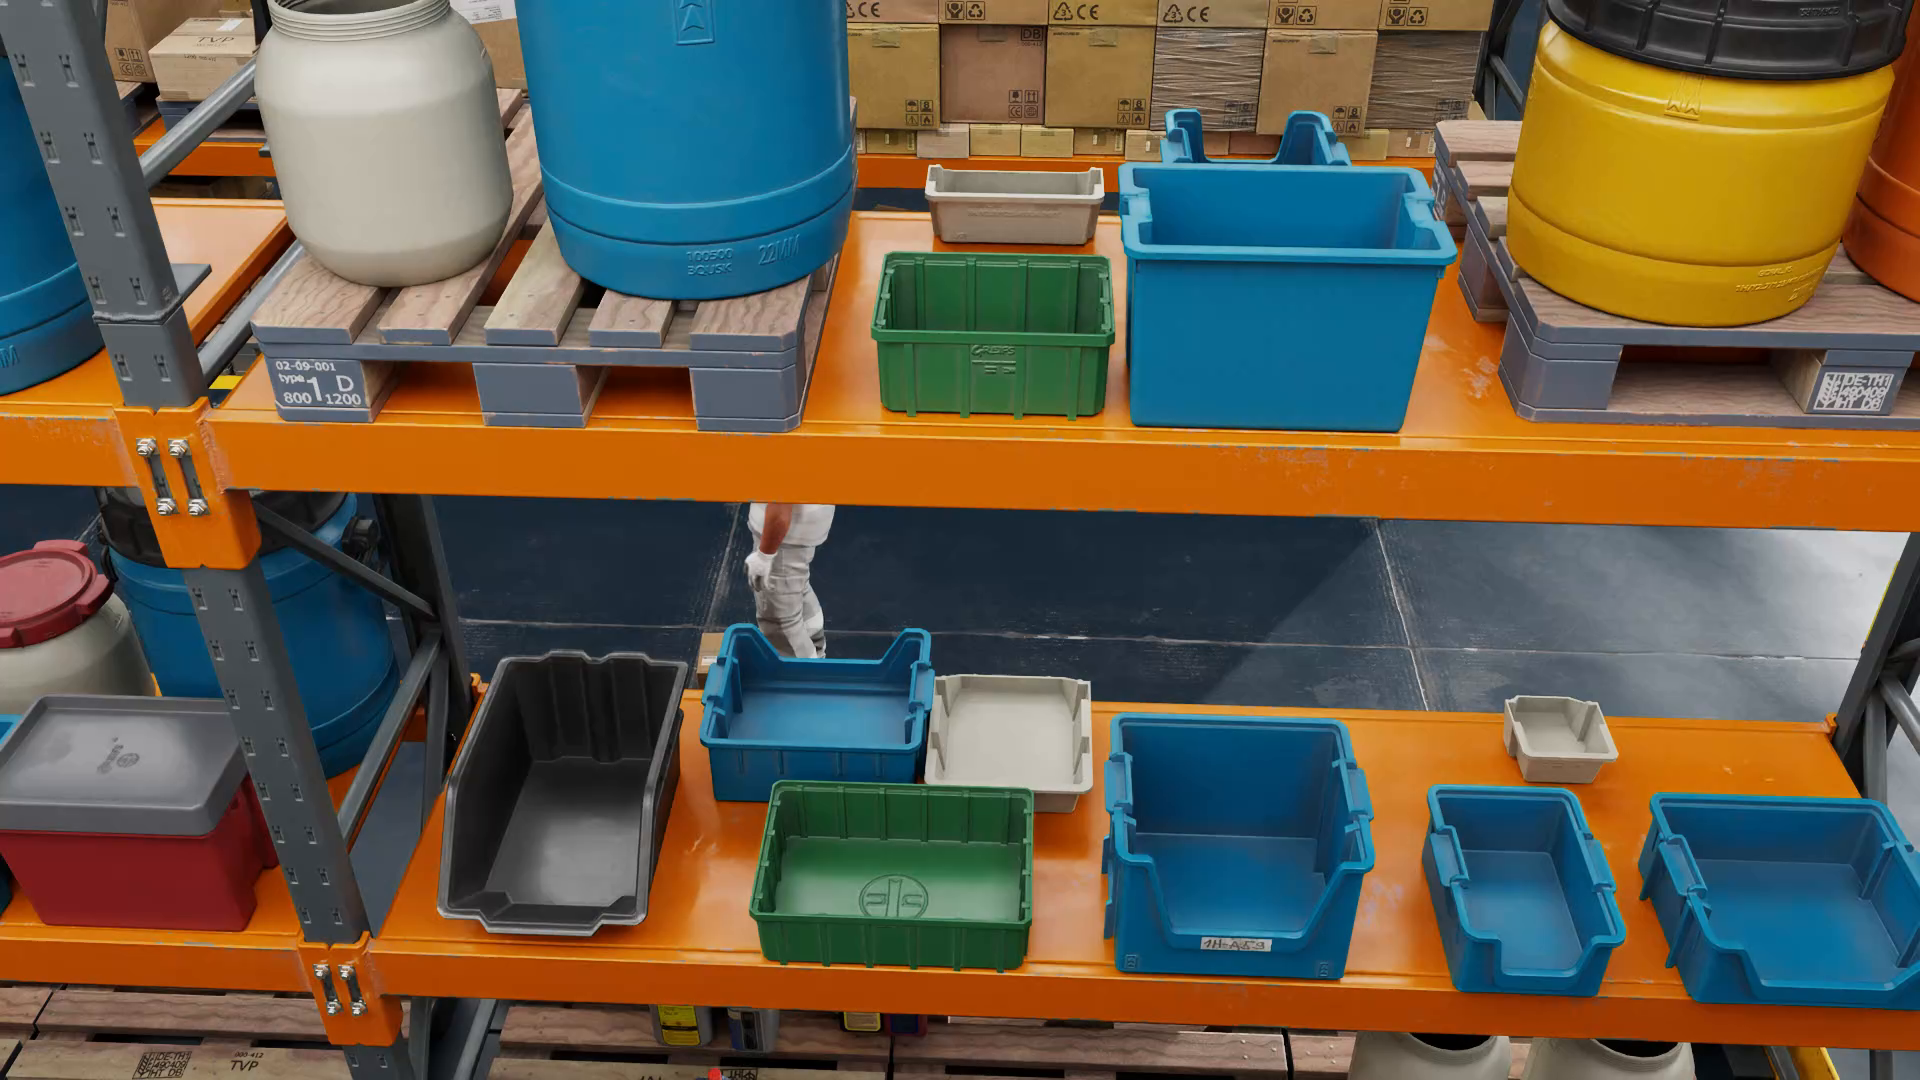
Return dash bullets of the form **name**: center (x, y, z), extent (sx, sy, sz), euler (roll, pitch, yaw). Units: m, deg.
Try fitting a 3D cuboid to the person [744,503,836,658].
- **person**: center (-0.682, -0.072, 6.235), extent (0.448, 1.780, 0.609), euler (2, 35, 2)
